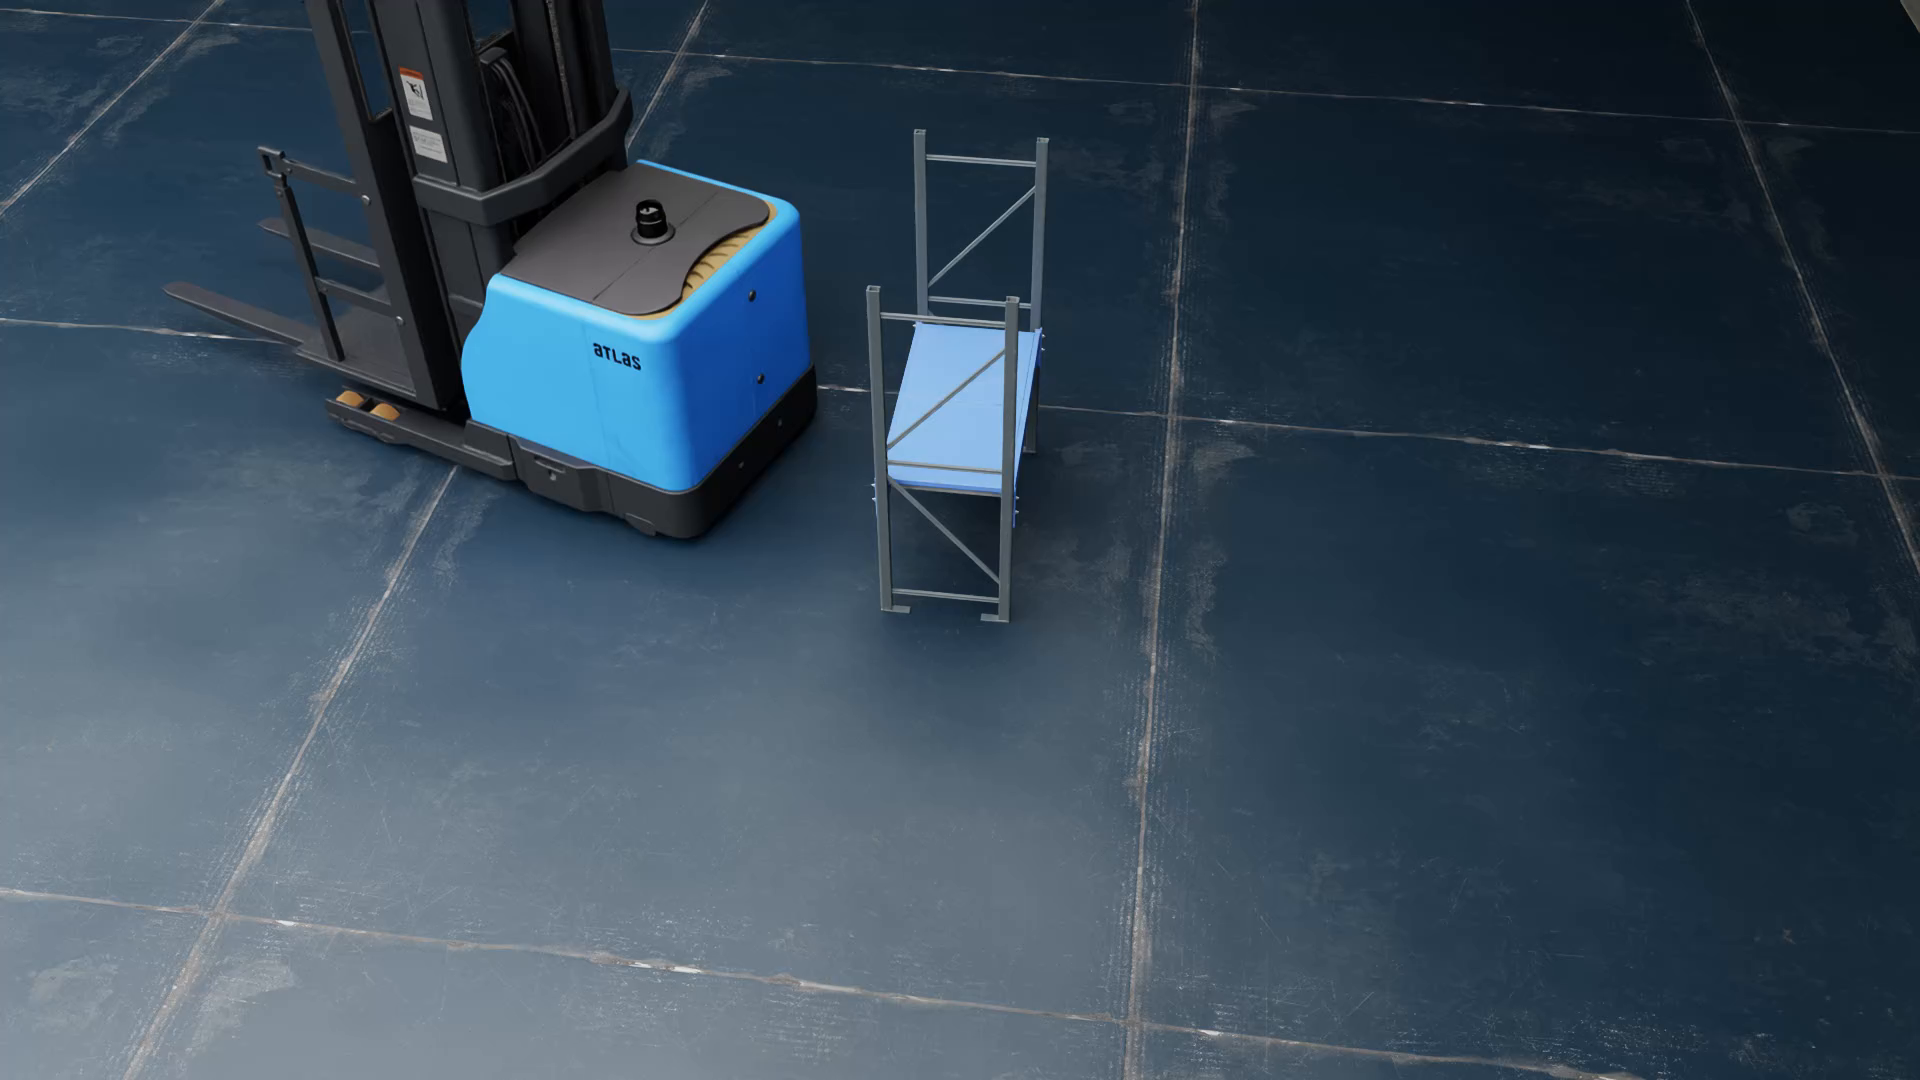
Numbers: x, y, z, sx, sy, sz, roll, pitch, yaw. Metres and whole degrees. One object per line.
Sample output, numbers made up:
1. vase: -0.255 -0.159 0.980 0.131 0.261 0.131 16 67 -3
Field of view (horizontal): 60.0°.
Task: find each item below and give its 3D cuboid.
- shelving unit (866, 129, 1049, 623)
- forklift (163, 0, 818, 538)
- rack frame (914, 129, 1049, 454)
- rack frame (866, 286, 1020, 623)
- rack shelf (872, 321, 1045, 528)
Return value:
1. shelving unit: 0.011 -0.603 6.296 0.538 1.500 1.048 5 44 6
2. forklift: -2.172 -1.789 6.507 3.031 2.935 1.130 19 47 19
3. rack frame: 0.078 -0.949 6.662 0.500 1.500 0.032 5 44 6
4. rack frame: -0.056 -0.256 5.930 0.500 1.500 0.032 5 44 6
5. rack shelf: 0.011 -0.472 6.419 0.538 0.185 1.000 5 44 6
